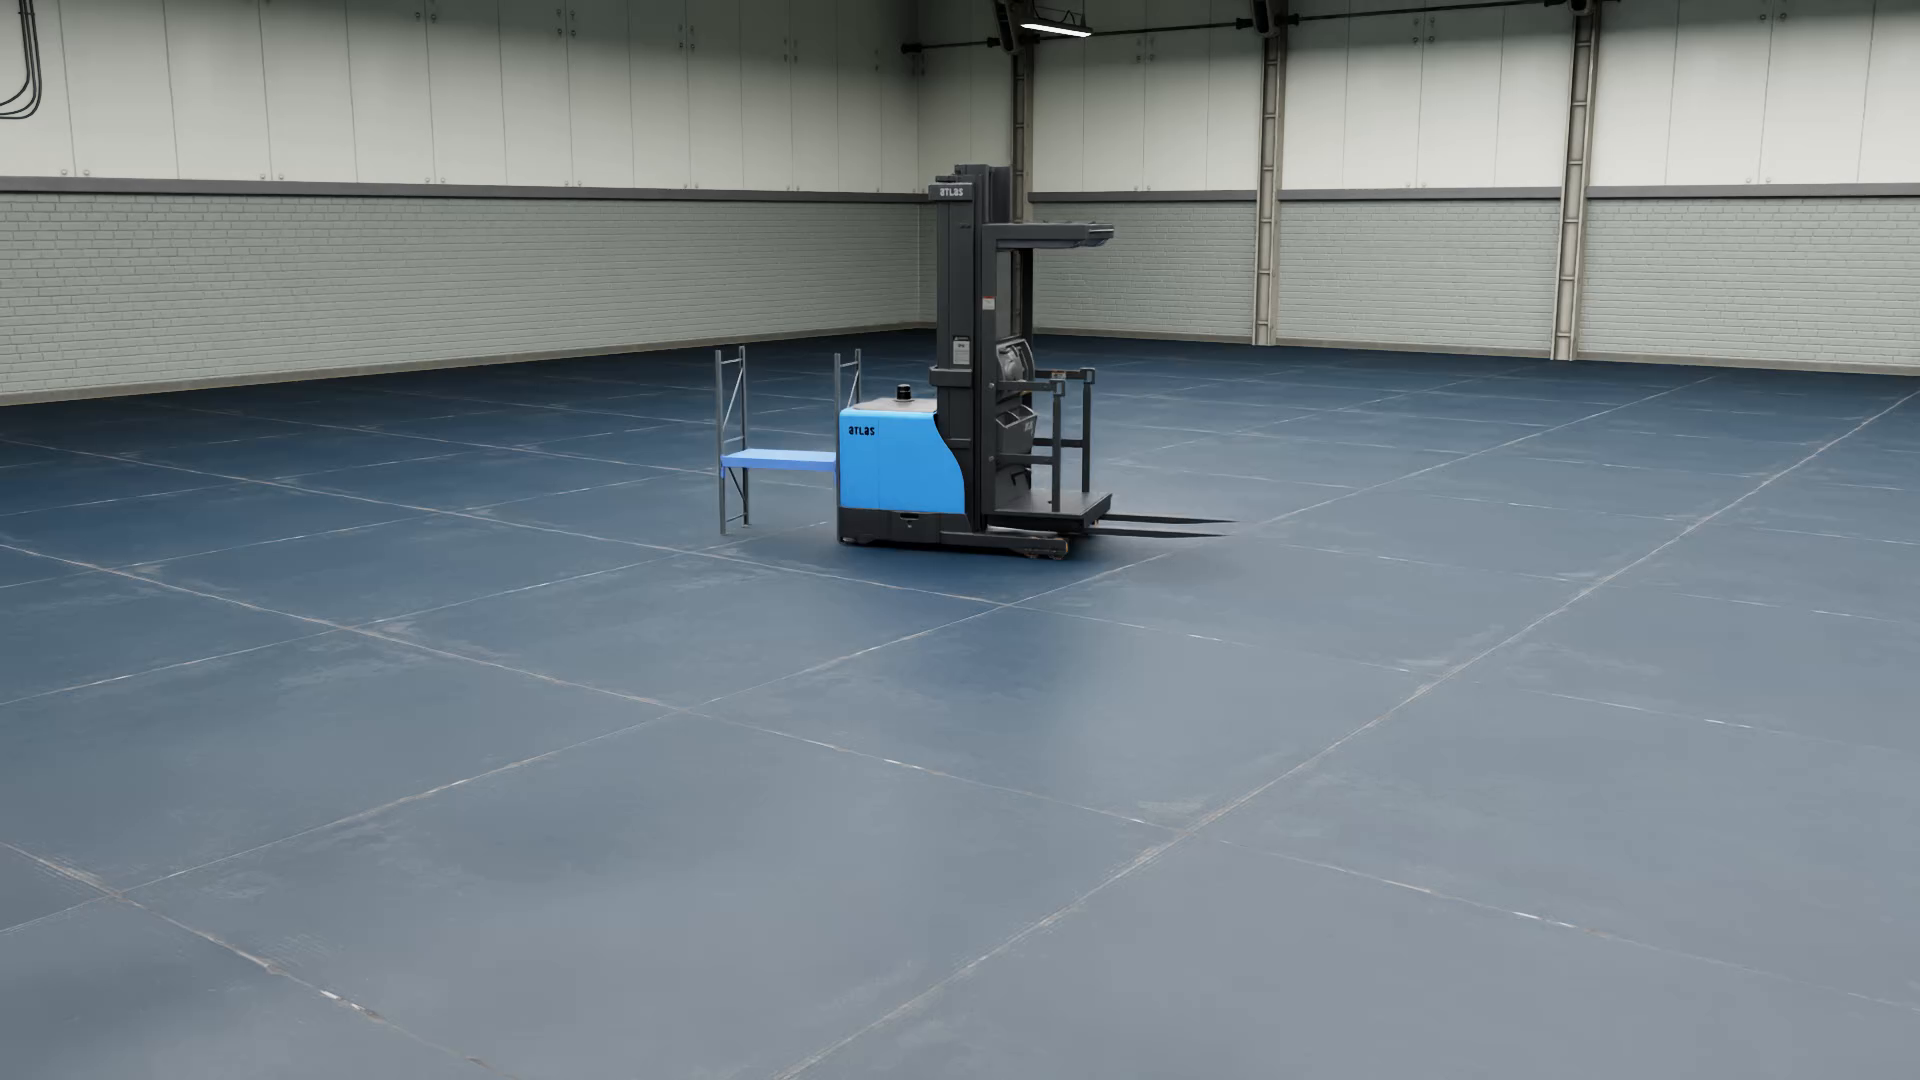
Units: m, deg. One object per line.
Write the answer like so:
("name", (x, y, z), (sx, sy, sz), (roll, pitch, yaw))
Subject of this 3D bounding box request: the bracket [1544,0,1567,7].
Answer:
("bracket", (10.489, -9.477, 29.162), (0.430, 0.232, 0.235), (8, 13, 36))

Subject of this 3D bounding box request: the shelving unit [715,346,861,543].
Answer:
("shelving unit", (-1.375, -0.787, 13.466), (1.048, 1.500, 0.538), (3, 11, 17))

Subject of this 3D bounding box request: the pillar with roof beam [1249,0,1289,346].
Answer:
("pillar with roof beam", (3.650, -7.732, 29.624), (0.548, 9.000, 9.100), (8, 13, 36))

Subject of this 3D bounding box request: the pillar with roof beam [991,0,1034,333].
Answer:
("pillar with roof beam", (-1.186, -8.407, 33.110), (0.548, 9.000, 9.100), (8, 13, 36))

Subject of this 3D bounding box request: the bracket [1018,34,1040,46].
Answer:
("bracket", (1.486, -10.732, 35.653), (0.430, 0.232, 0.235), (8, 13, 36))

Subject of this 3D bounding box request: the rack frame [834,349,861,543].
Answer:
("rack frame", (-0.890, -0.758, 13.318), (0.032, 1.500, 0.500), (3, 11, 17))

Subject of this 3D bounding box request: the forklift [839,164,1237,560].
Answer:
("forklift", (0.618, -1.402, 12.878), (3.031, 2.935, 1.130), (3, 11, 17))

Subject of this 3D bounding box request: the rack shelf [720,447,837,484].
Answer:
("rack shelf", (-1.375, -0.611, 13.501), (1.000, 0.185, 0.538), (3, 11, 17))

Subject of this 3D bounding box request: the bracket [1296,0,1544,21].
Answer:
("bracket", (8.399, -9.768, 30.669), (4.783, 0.066, 0.076), (8, 13, 36))

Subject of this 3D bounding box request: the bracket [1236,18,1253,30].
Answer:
("bracket", (5.653, -10.151, 32.649), (0.430, 0.232, 0.235), (8, 13, 36))

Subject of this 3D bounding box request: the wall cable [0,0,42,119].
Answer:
("wall cable", (-13.243, -7.899, 21.529), (0.169, 6.003, 2.305), (8, 13, 36))

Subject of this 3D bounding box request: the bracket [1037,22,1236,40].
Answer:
("bracket", (3.563, -10.443, 34.156), (4.783, 0.066, 0.076), (8, 13, 36))

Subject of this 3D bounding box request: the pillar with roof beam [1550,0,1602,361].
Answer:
("pillar with roof beam", (8.486, -7.058, 26.137), (0.548, 9.000, 9.100), (8, 13, 36))

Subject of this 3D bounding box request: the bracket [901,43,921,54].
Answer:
("bracket", (-1.093, -11.092, 37.513), (0.430, 0.232, 0.235), (8, 13, 36))

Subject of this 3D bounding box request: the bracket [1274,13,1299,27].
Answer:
("bracket", (6.322, -10.058, 32.166), (0.430, 0.232, 0.235), (8, 13, 36))

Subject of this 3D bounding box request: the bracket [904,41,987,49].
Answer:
("bracket", (-0.617, -11.026, 37.169), (3.189, 0.066, 0.076), (8, 13, 36))

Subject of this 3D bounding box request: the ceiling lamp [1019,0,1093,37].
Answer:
("ceiling lamp", (1.540, -10.738, 29.792), (0.800, 3.185, 2.000), (8, 13, 36))

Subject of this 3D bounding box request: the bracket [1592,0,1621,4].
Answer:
("bracket", (11.158, -9.383, 28.679), (0.430, 0.232, 0.235), (8, 13, 36))

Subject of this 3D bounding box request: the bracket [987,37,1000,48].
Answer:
("bracket", (0.817, -10.826, 36.135), (0.430, 0.232, 0.235), (8, 13, 36))

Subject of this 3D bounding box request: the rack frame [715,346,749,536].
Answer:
("rack frame", (-1.861, -0.816, 13.615), (0.032, 1.500, 0.500), (3, 11, 17))
